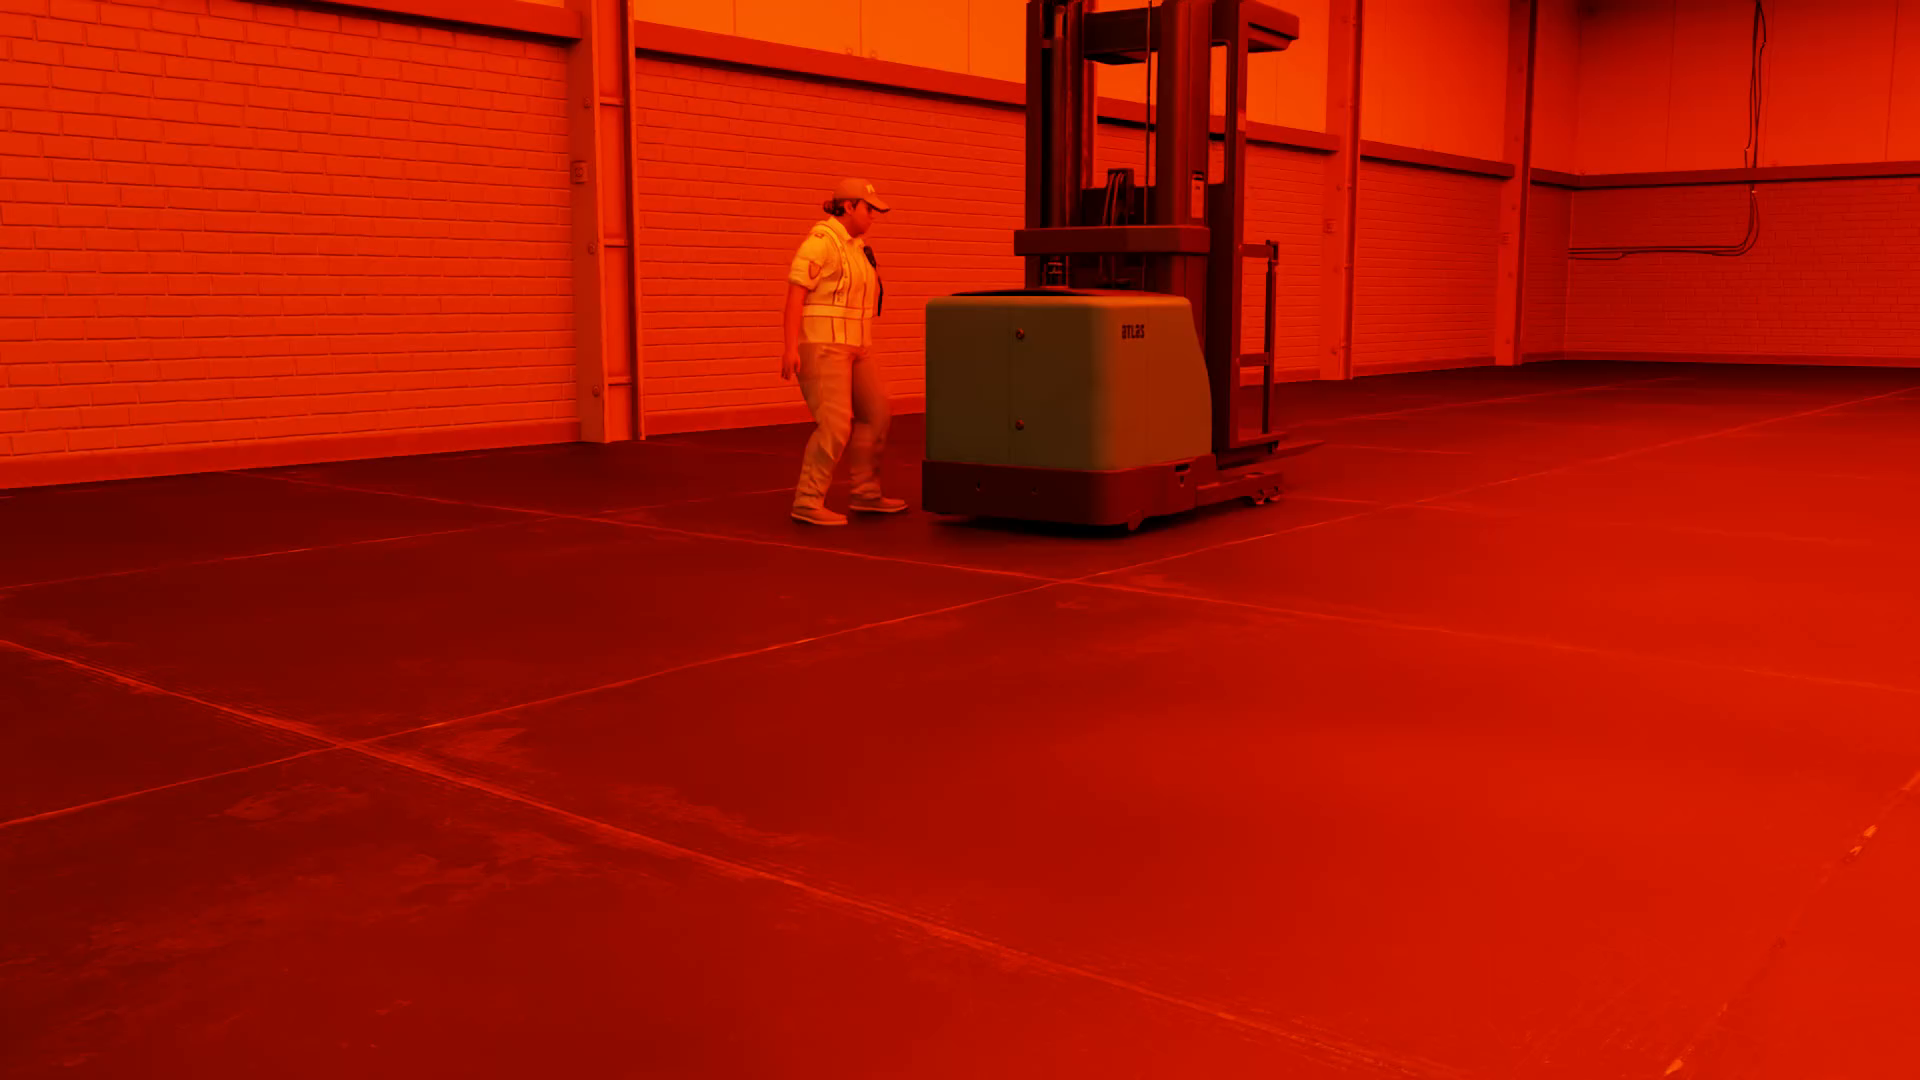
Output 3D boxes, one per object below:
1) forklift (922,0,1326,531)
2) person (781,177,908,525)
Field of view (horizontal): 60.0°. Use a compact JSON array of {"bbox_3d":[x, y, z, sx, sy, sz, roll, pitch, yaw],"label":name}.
[{"bbox_3d":[1.057,-1.660,8.628,1.130,2.935,3.031,6,10,33],"label":"forklift"},{"bbox_3d":[-0.554,-0.905,7.991,0.470,1.638,0.811,4,9,23],"label":"person"}]
